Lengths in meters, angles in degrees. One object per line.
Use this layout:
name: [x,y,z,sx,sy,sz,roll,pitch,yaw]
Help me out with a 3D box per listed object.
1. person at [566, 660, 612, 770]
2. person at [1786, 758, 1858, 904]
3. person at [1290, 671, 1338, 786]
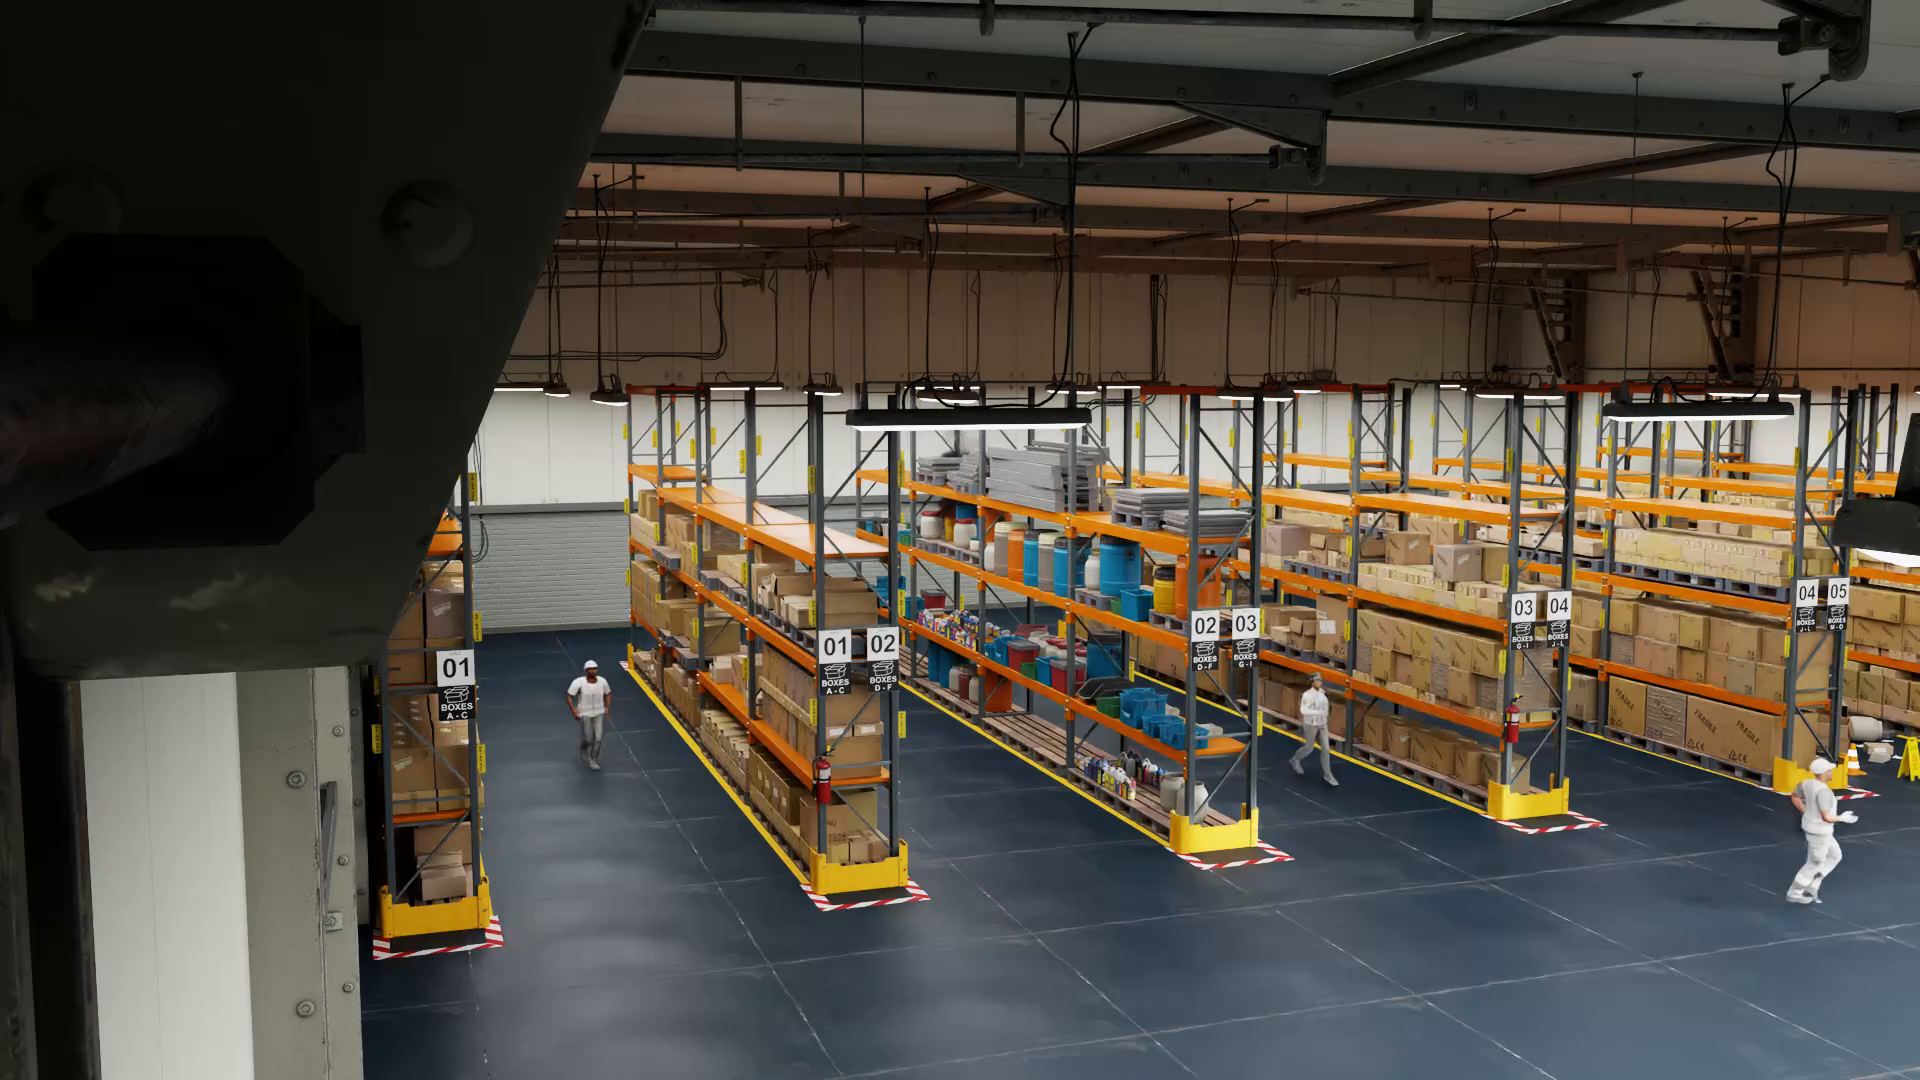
person: [-5.863,2.756,26.376,0.713,1.728,0.558,-3,7,-26]
person: [10.107,3.436,19.512,0.692,1.784,0.628,1,6,12]
person: [5.435,2.841,25.451,0.612,1.702,0.920,-4,7,-32]
